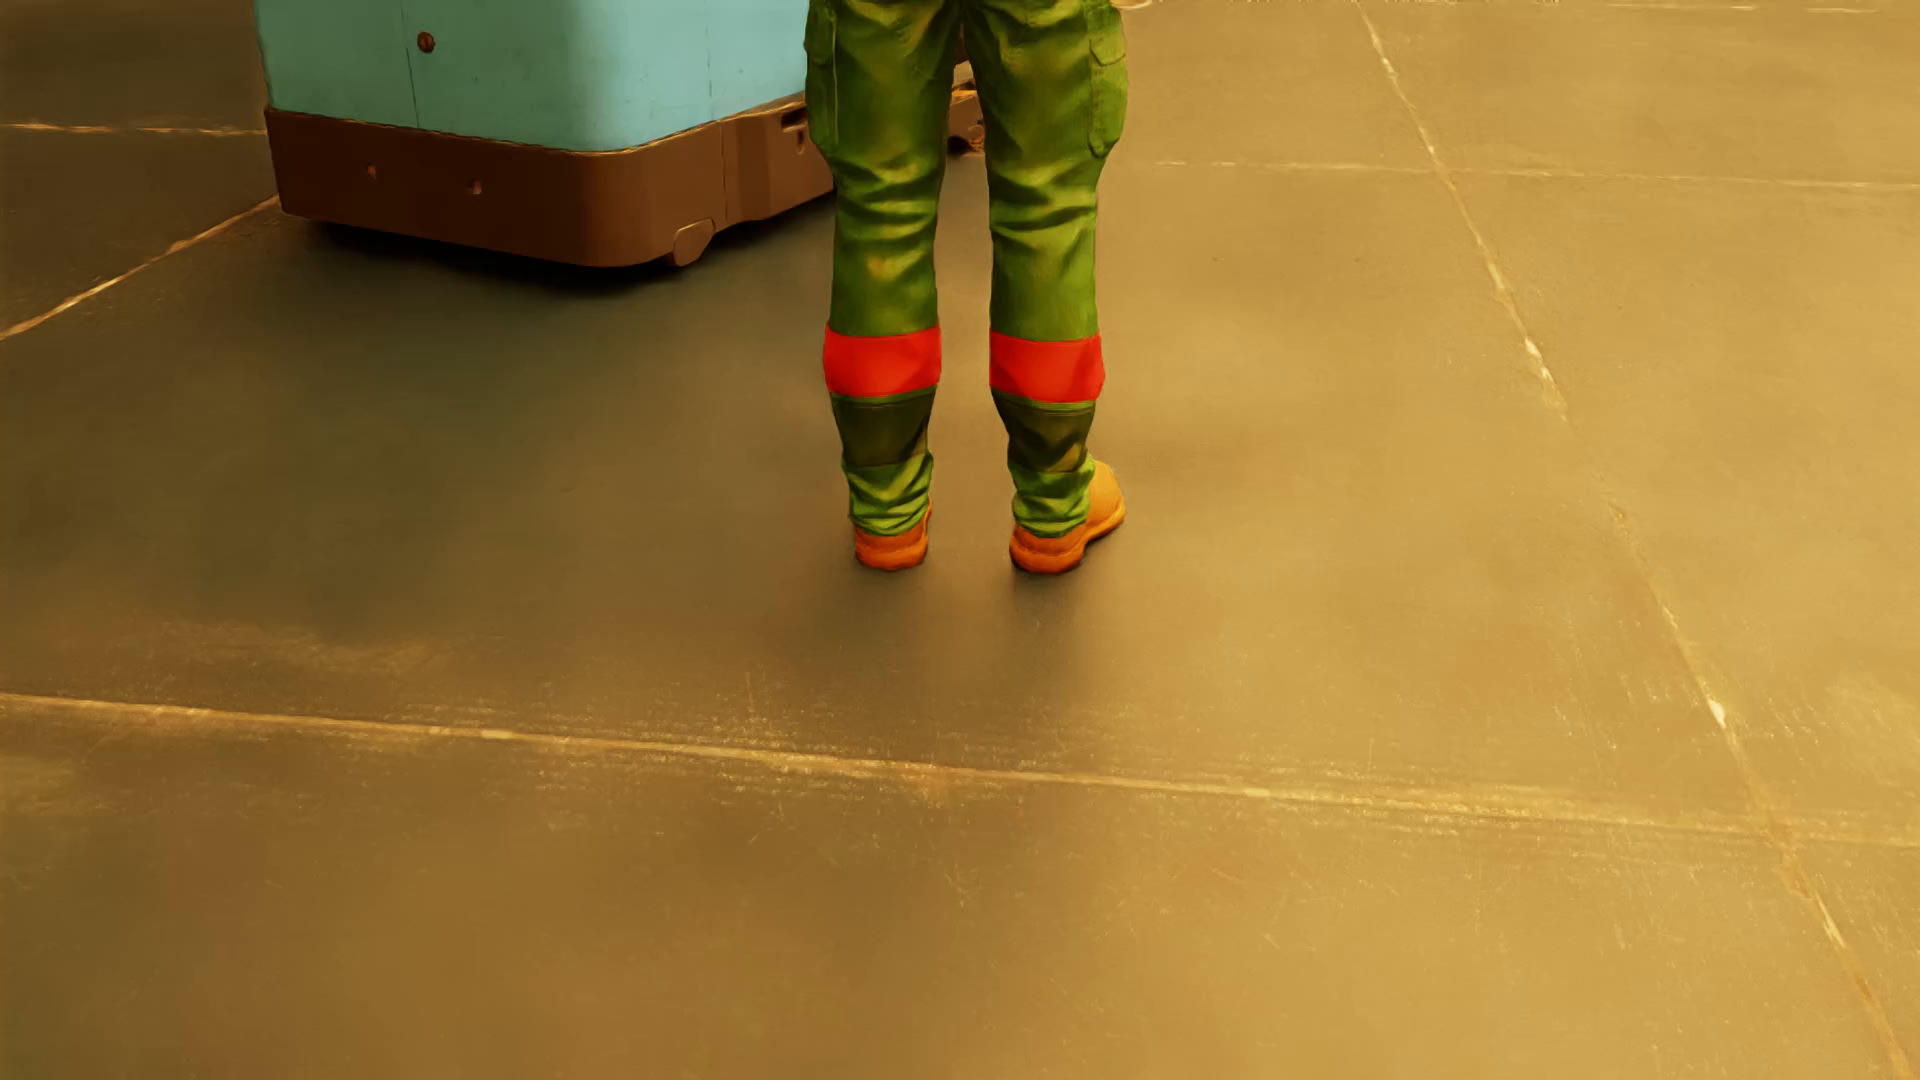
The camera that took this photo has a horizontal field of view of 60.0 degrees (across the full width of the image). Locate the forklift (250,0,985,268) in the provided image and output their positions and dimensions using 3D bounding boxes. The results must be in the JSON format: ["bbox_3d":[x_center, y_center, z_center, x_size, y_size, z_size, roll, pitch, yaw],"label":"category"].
[{"bbox_3d":[-0.463,-2.507,4.243,1.130,2.935,3.031,13,29,24],"label":"forklift"}]

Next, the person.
[{"bbox_3d":[0.002,-0.811,2.119,0.540,1.795,0.349,3,27,7],"label":"person"}]
